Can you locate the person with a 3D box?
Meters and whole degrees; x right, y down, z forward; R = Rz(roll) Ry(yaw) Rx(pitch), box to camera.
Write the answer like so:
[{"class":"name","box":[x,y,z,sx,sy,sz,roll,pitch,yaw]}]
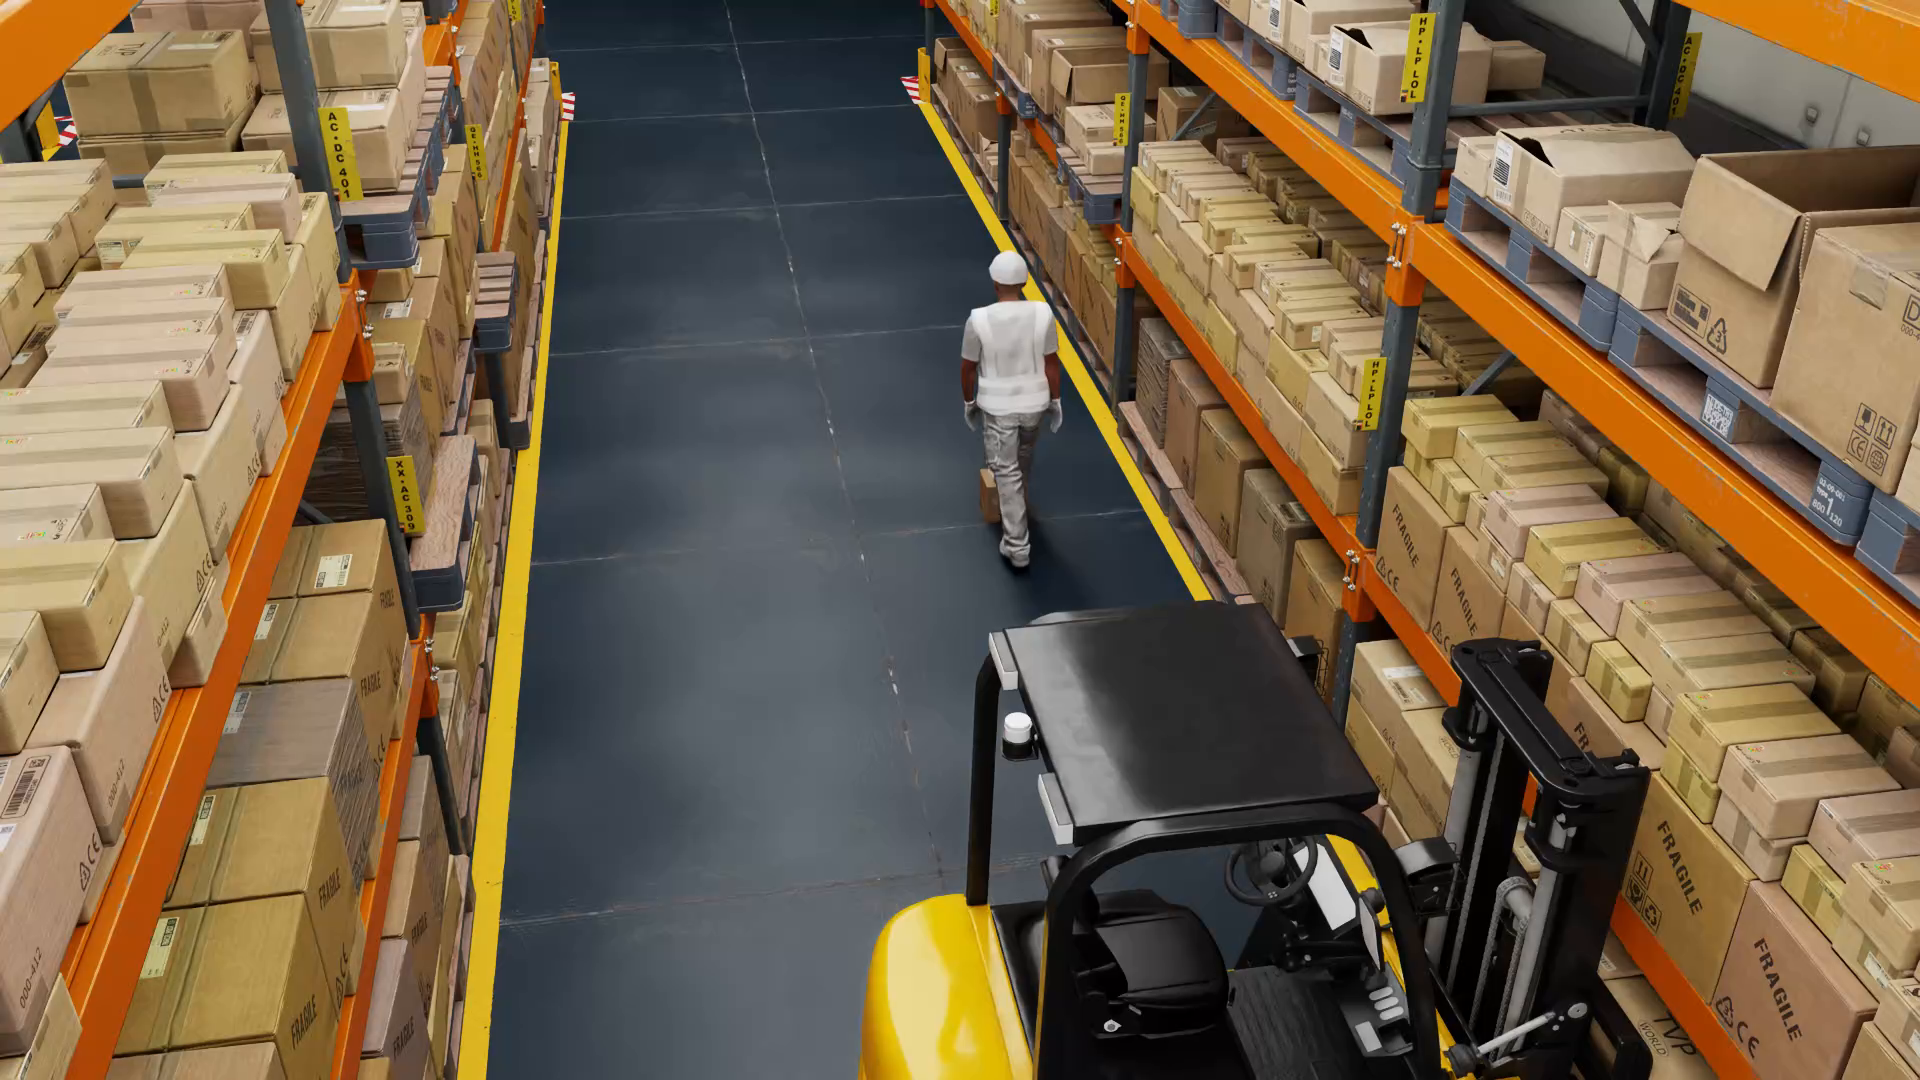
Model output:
[{"class":"person","box":[0.274,-0.828,9.560,0.565,1.706,1.129,-7,31,-12]}]
